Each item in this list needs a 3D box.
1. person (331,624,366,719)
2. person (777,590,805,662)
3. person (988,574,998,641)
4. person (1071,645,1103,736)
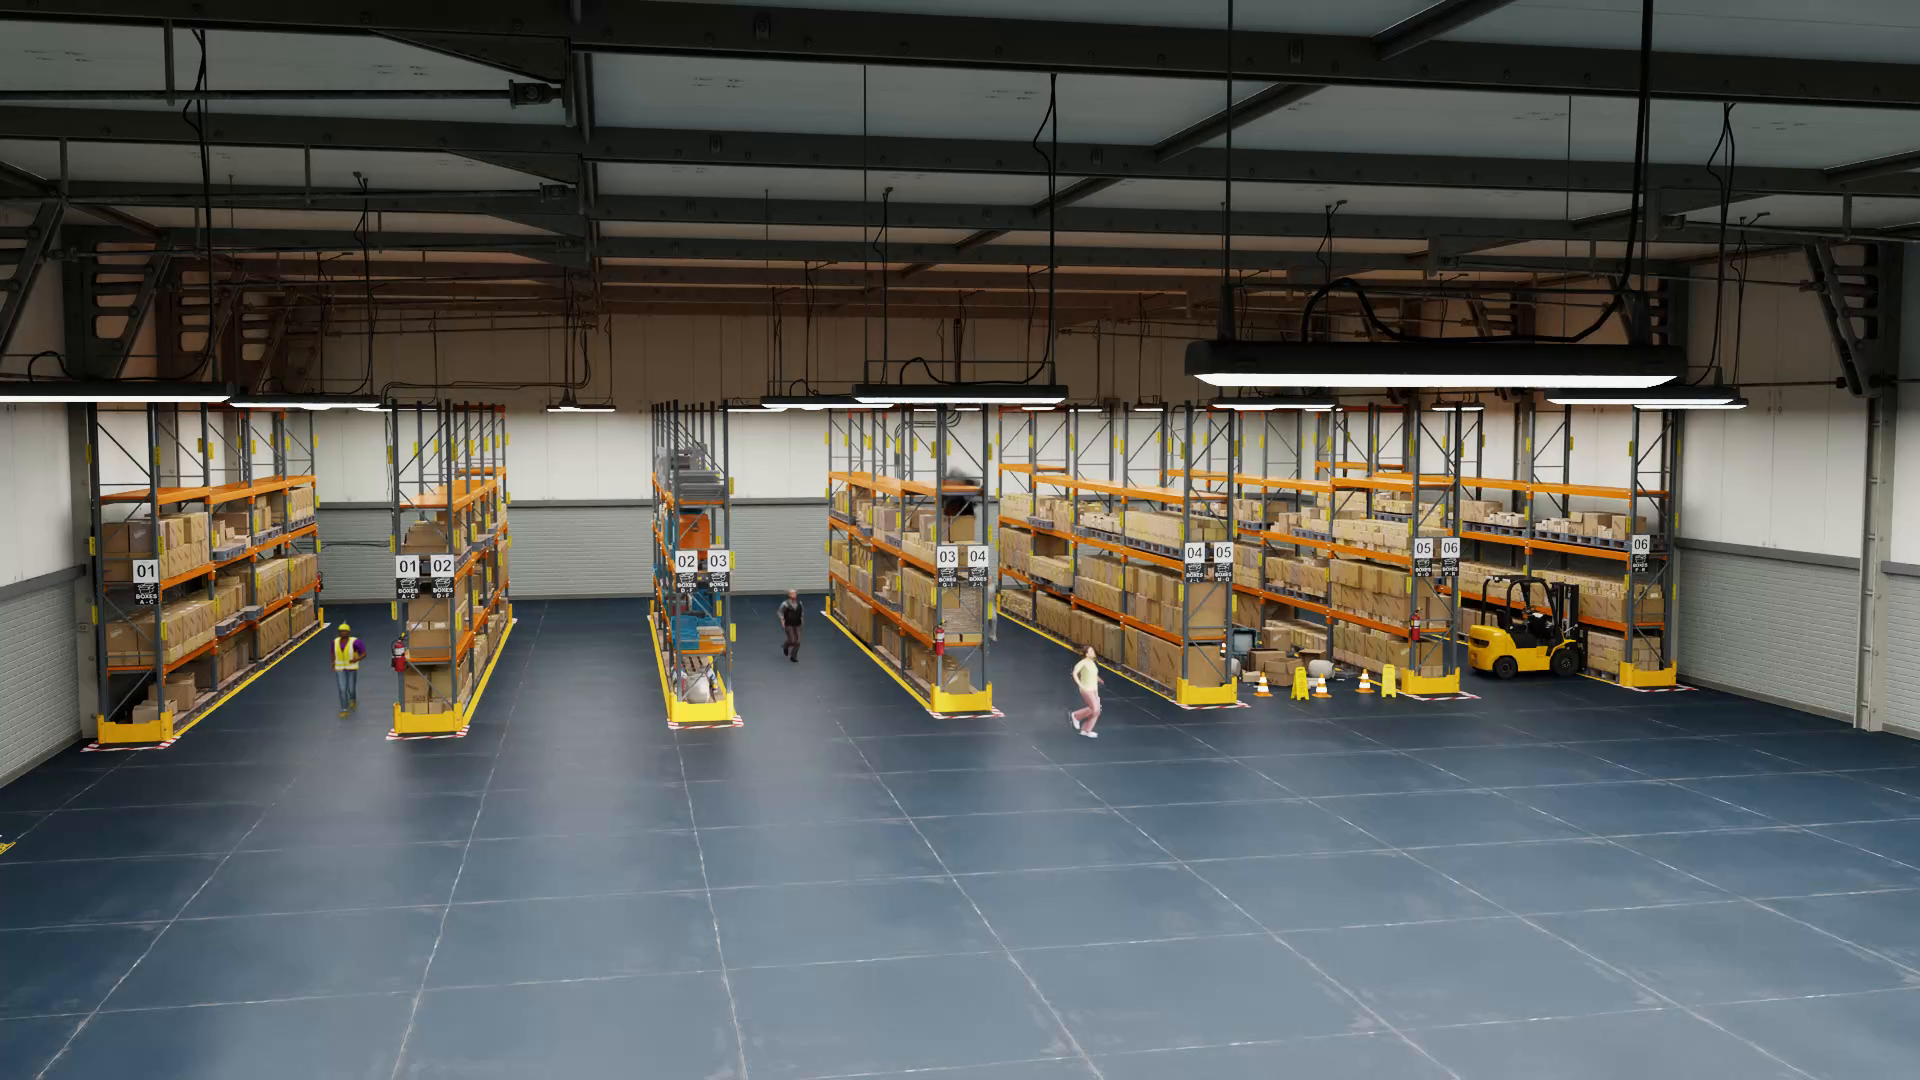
[{"bbox_3d":[-11.640,2.469,31.619,0.689,1.767,0.852,-1,4,-7],"label":"person"},{"bbox_3d":[-3.871,1.987,38.538,0.658,1.676,0.578,-2,5,-28],"label":"person"},{"bbox_3d":[0.704,1.702,42.322,0.552,1.710,0.774,-2,5,-20],"label":"person"},{"bbox_3d":[2.283,2.682,29.604,0.547,1.624,0.627,3,5,36],"label":"person"}]
